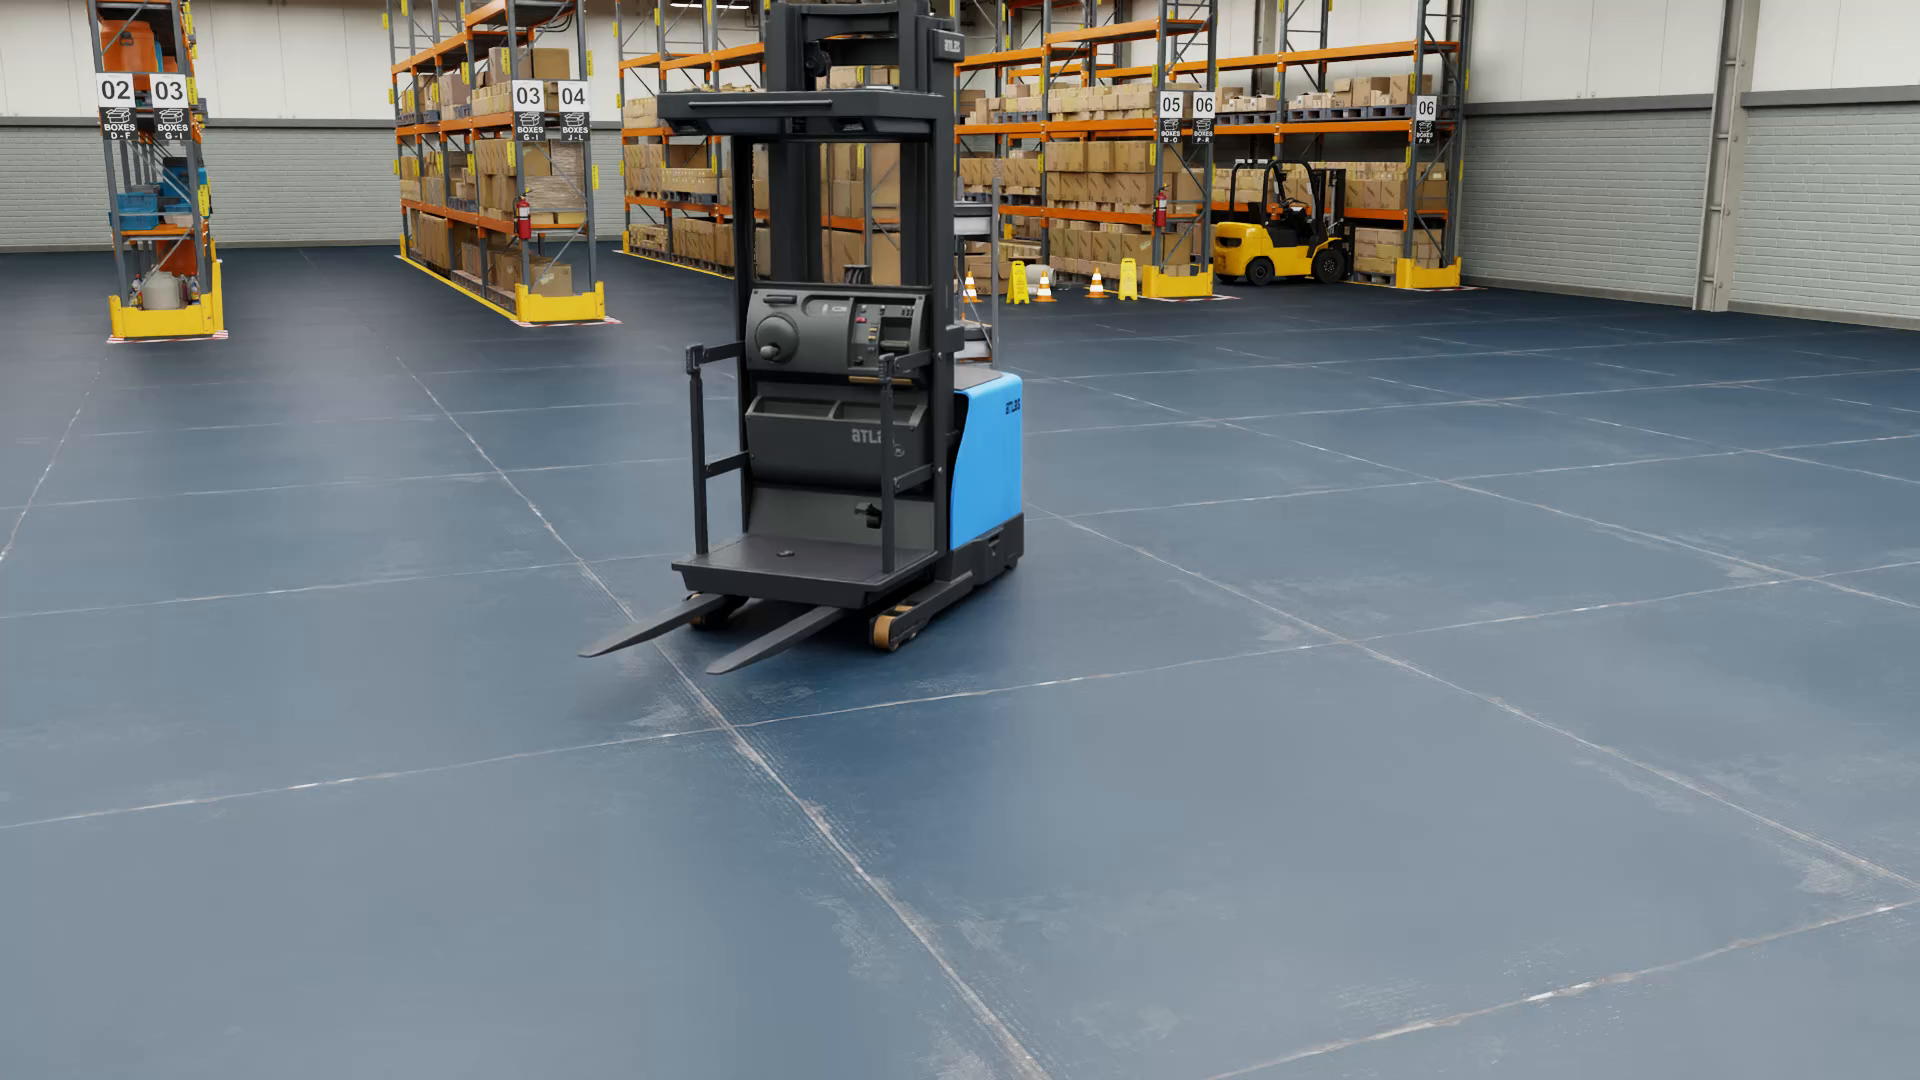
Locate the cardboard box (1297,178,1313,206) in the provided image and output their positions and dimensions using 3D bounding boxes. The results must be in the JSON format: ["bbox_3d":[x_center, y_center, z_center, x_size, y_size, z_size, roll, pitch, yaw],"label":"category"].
[{"bbox_3d":[6.666,-6.516,31.151,0.500,0.500,0.500,-5,14,-22],"label":"cardboard box"}]

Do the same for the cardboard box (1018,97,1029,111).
[{"bbox_3d":[1.393,-8.045,30.729,0.500,0.250,0.500,-5,14,-22],"label":"cardboard box"}]

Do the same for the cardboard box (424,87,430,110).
[{"bbox_3d":[-10.086,-8.593,32.542,0.700,0.500,0.500,-5,14,-22],"label":"cardboard box"}]

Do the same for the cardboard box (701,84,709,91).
[{"bbox_3d":[-4.759,-8.646,32.003,0.396,0.266,0.258,-6,14,-23],"label":"cardboard box"}]

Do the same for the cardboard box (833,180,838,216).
[{"bbox_3d":[-1.475,-5.330,25.914,0.875,0.550,0.550,-6,14,-23],"label":"cardboard box"}]

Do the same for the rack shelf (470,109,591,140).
[{"bbox_3d":[-6.322,-6.043,24.269,1.077,0.370,4.000,-6,14,-23],"label":"rack shelf"}]

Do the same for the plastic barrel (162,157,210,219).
[{"bbox_3d":[-11.538,-5.249,24.785,0.600,0.901,0.708,-6,14,-23],"label":"plastic barrel"}]

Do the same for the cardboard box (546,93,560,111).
[{"bbox_3d":[-5.477,-6.030,22.950,0.500,0.250,0.500,-5,14,-21],"label":"cardboard box"}]

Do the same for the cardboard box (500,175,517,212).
[{"bbox_3d":[-6.026,-4.921,23.597,0.875,0.500,0.500,-6,14,-23],"label":"cardboard box"}]

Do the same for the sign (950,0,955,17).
[{"bbox_3d":[-0.152,-10.471,32.730,0.100,0.325,0.005,-6,14,-23],"label":"sign"}]

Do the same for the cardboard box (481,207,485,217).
[{"bbox_3d":[-7.224,-5.098,25.802,0.380,0.149,0.250,-6,14,-23],"label":"cardboard box"}]

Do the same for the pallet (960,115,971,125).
[{"bbox_3d":[0.049,-8.564,33.987,1.213,0.211,1.003,-5,14,-20],"label":"pallet"}]

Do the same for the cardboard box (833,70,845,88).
[{"bbox_3d":[-1.587,-6.911,24.947,0.500,0.250,0.500,-6,14,-23],"label":"cardboard box"}]

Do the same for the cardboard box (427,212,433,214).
[{"bbox_3d":[-10.518,-6.311,34.265,0.875,0.875,0.875,-6,14,-23],"label":"cardboard box"}]

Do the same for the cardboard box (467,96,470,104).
[{"bbox_3d":[-7.965,-7.275,27.587,0.380,0.166,0.250,-6,14,-25],"label":"cardboard box"}]

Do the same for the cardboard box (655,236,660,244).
[{"bbox_3d":[-6.403,-6.530,36.165,0.380,0.149,0.250,-6,14,-25],"label":"cardboard box"}]

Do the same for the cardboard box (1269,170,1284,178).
[{"bbox_3d":[6.164,-7.104,32.253,0.380,0.149,0.250,-5,14,-21],"label":"cardboard box"}]

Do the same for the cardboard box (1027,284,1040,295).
[{"bbox_3d":[1.184,-4.113,27.311,0.380,0.149,0.250,1,13,6],"label":"cardboard box"}]

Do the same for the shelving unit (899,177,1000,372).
[{"bbox_3d":[-0.066,-1.057,9.781,0.431,2.100,0.503,-6,14,-23],"label":"shelving unit"}]

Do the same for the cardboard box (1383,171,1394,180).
[{"bbox_3d":[7.581,-6.324,28.881,0.380,0.149,0.250,-5,14,-22],"label":"cardboard box"}]

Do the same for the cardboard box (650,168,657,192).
[{"bbox_3d":[-6.402,-7.800,36.039,0.500,0.500,0.500,-6,14,-25],"label":"cardboard box"}]

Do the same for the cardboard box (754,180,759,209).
[{"bbox_3d":[-3.396,-6.113,29.409,0.500,0.500,0.500,-5,14,-22],"label":"cardboard box"}]

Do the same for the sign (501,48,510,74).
[{"bbox_3d":[-6.037,-6.365,22.104,0.100,0.325,0.005,-6,14,-23],"label":"sign"}]

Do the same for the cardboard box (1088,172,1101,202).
[{"bbox_3d":[2.511,-6.008,28.297,0.500,0.500,0.500,-5,14,-22],"label":"cardboard box"}]

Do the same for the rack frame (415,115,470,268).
[{"bbox_3d":[-10.327,-6.998,33.453,1.000,3.000,0.127,-6,14,-23],"label":"rack frame"}]

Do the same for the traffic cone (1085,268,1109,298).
[{"bbox_3d":[2.206,-4.150,26.775,0.336,0.463,0.334,-6,14,-23],"label":"traffic cone"}]

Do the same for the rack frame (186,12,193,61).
[{"bbox_3d":[-16.468,-10.300,34.414,1.000,3.000,0.127,-6,14,-23],"label":"rack frame"}]

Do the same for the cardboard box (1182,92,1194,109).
[{"bbox_3d":[3.603,-7.075,26.806,0.500,0.250,0.500,-6,14,-24],"label":"cardboard box"}]

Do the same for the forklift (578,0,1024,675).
[{"bbox_3d":[-0.683,-1.025,7.797,1.130,2.935,3.031,5,14,22],"label":"forklift"}]

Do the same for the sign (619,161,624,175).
[{"bbox_3d":[-7.842,-8.624,38.559,0.100,0.325,0.005,-6,14,-23],"label":"sign"}]

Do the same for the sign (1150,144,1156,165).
[{"bbox_3d":[3.043,-6.086,26.243,0.100,0.325,0.005,-6,14,-23],"label":"sign"}]

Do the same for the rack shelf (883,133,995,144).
[{"bbox_3d":[-0.446,-8.591,35.278,1.077,0.370,4.000,-6,14,-23],"label":"rack shelf"}]

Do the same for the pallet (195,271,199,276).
[{"bbox_3d":[-13.617,-4.525,28.951,1.003,0.211,1.213,-6,14,-23],"label":"pallet"}]

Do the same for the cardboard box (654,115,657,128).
[{"bbox_3d":[-6.186,-8.890,35.309,0.500,0.250,0.500,-5,14,-22],"label":"cardboard box"}]

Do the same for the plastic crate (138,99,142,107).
[{"bbox_3d":[-11.278,-5.905,22.549,0.336,0.188,0.450,-6,14,-23],"label":"plastic crate"}]

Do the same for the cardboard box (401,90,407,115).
[{"bbox_3d":[-11.557,-9.358,35.623,0.700,0.500,0.500,-6,14,-25],"label":"cardboard box"}]

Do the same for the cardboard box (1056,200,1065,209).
[{"bbox_3d":[1.939,-5.976,29.595,0.380,0.149,0.250,-5,14,-21],"label":"cardboard box"}]

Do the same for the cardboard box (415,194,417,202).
[{"bbox_3d":[-10.956,-7.015,34.084,0.380,0.149,0.250,-6,14,-24],"label":"cardboard box"}]

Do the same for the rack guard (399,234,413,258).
[{"bbox_3d":[-11.939,-6.611,37.327,1.175,0.500,0.348,-6,14,-23],"label":"rack guard"}]

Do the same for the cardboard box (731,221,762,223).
[{"bbox_3d":[-4.194,-6.115,32.587,0.500,0.250,0.500,-6,14,-26],"label":"cardboard box"}]

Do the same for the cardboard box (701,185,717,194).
[{"bbox_3d":[-4.759,-6.741,31.969,0.380,0.149,0.250,-5,14,-22],"label":"cardboard box"}]

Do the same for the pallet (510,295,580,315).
[{"bbox_3d":[-5.844,-3.347,23.862,1.003,0.211,1.213,-6,14,-23],"label":"pallet"}]

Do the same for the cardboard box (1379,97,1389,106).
[{"bbox_3d":[7.496,-7.599,28.801,0.380,0.149,0.250,-6,14,-25],"label":"cardboard box"}]

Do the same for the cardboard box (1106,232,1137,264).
[{"bbox_3d":[2.788,-4.893,27.864,0.500,0.500,0.500,-5,14,-21],"label":"cardboard box"}]

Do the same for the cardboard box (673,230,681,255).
[{"bbox_3d":[-5.689,-6.235,34.769,0.500,0.500,0.500,-5,14,-21],"label":"cardboard box"}]

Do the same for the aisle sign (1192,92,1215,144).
[{"bbox_3d":[3.869,-6.695,26.381,0.394,0.787,0.004,-6,14,-23],"label":"aisle sign"}]

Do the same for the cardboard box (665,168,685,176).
[{"bbox_3d":[-5.888,-7.617,34.434,0.380,0.149,0.250,-5,14,-21],"label":"cardboard box"}]

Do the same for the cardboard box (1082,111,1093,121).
[{"bbox_3d":[2.294,-7.218,28.310,0.380,0.149,0.250,-6,14,-24],"label":"cardboard box"}]

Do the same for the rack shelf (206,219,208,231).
[{"bbox_3d":[-14.064,-5.787,29.815,1.077,0.370,4.000,-6,14,-23],"label":"rack shelf"}]

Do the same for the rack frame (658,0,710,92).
[{"bbox_3d":[-5.742,-10.348,34.622,1.000,3.000,0.127,-6,14,-23],"label":"rack frame"}]
